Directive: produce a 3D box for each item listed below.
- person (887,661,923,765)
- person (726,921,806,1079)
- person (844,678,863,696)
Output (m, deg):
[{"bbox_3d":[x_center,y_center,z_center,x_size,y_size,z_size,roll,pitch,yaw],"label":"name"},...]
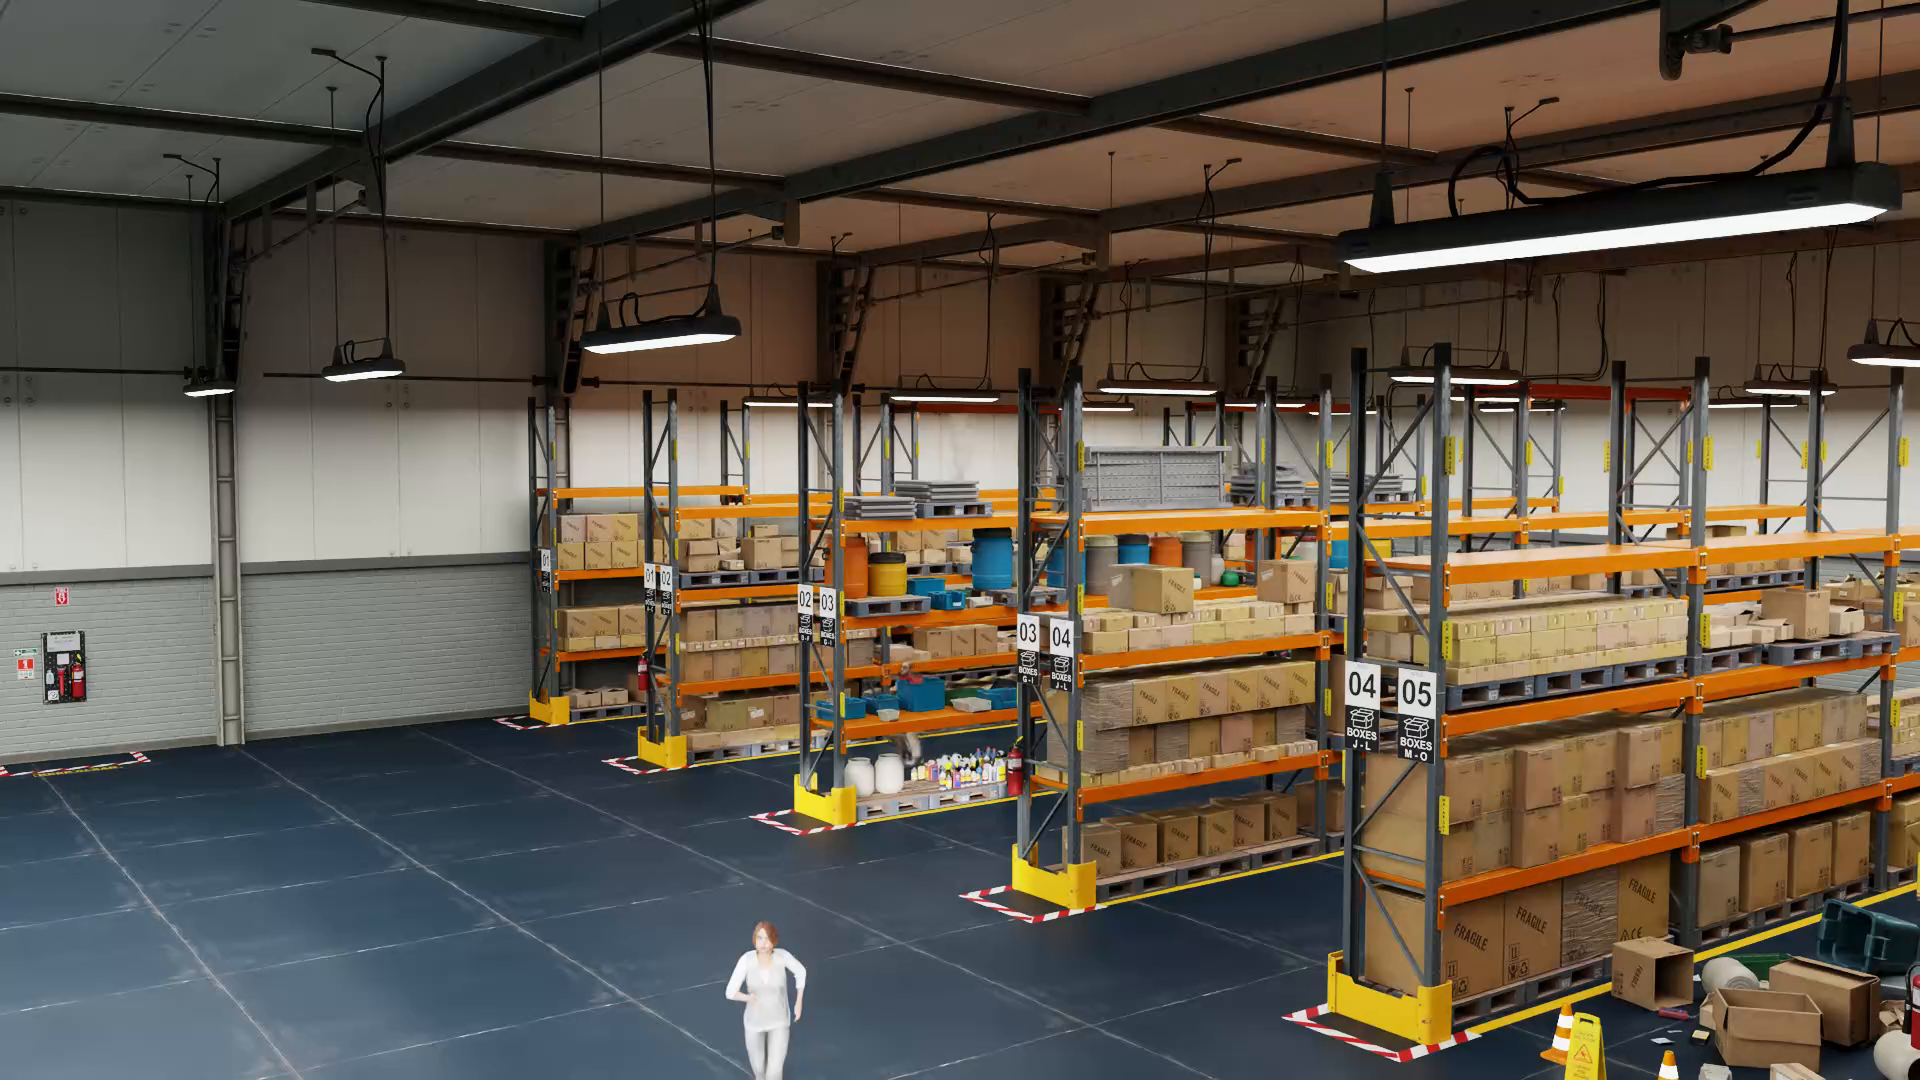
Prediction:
[{"bbox_3d":[-0.834,2.754,26.365,0.655,1.691,0.688,3,4,40],"label":"person"},{"bbox_3d":[-1.438,3.617,12.340,0.565,1.631,0.778,0,3,0],"label":"person"},{"bbox_3d":[-2.030,2.468,31.470,0.606,1.673,0.524,-3,5,-43],"label":"person"}]
